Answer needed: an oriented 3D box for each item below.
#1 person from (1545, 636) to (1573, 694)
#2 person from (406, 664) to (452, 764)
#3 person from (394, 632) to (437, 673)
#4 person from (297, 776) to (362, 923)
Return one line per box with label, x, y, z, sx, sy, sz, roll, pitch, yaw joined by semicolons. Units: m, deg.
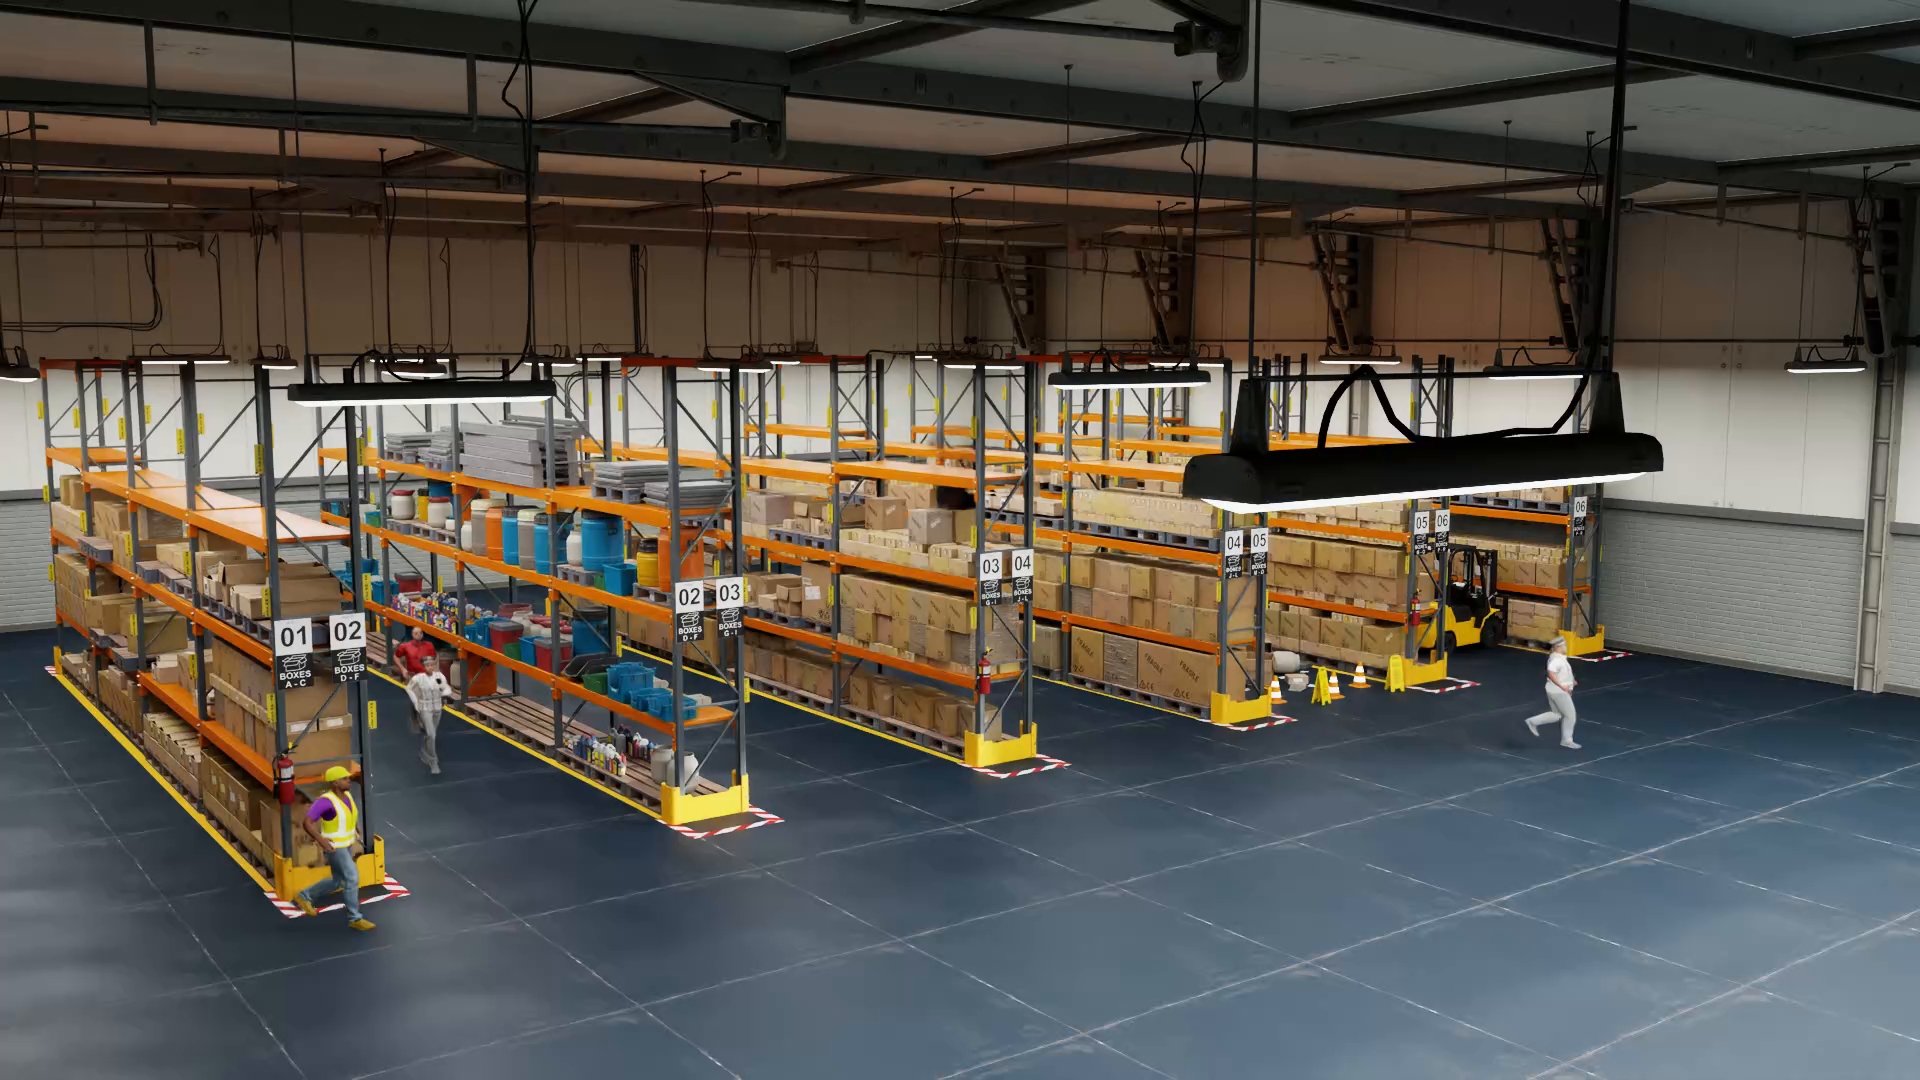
person;9.319;1.934;25.860;0.436;0.900;0.629;1;7;8
person;-7.854;2.492;24.641;0.585;1.557;0.644;-6;9;-40
person;-8.764;1.802;26.835;0.621;0.676;0.456;-5;8;-36
person;-6.830;3.296;18.025;0.755;1.629;0.745;0;7;3
